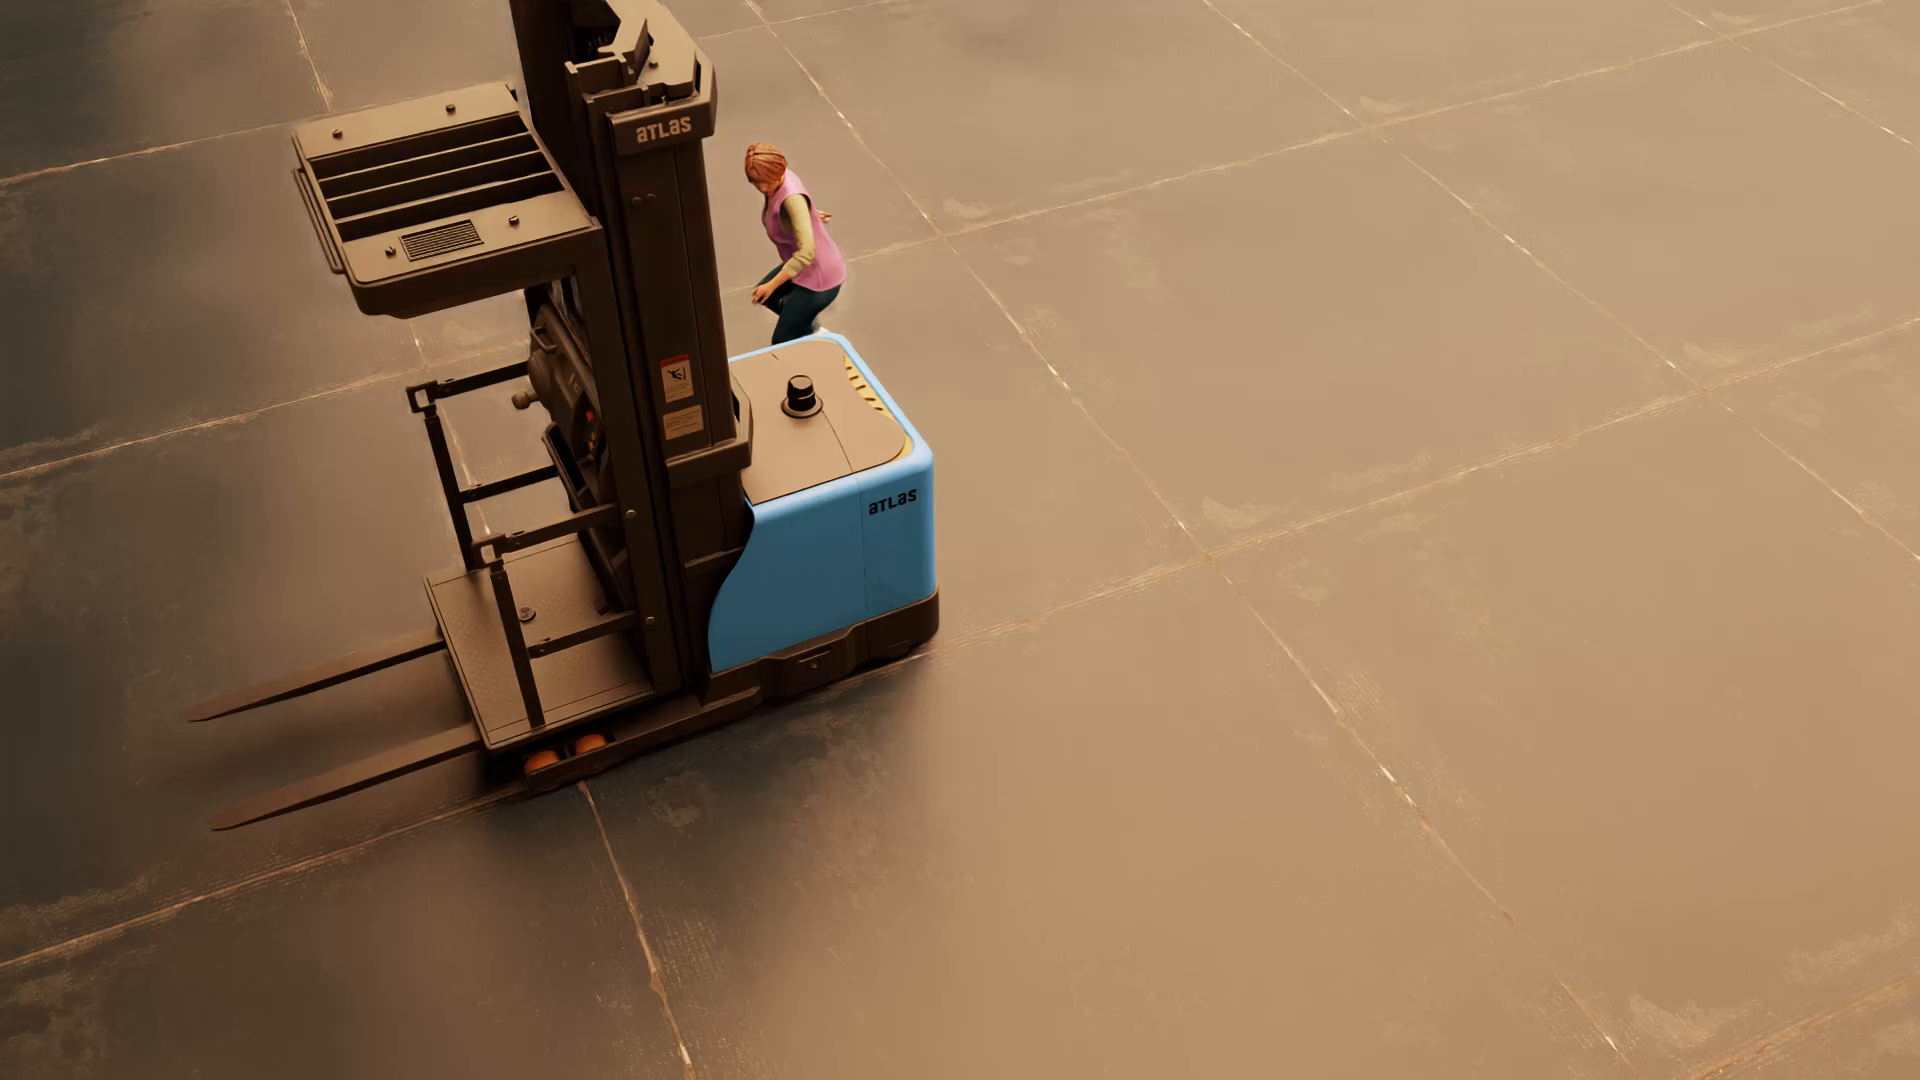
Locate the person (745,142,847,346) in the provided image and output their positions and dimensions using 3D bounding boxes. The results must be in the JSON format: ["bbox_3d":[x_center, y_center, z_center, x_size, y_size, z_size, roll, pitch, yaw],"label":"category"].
[{"bbox_3d":[-0.817,-1.328,8.252,0.492,1.489,0.875,-7,43,-7],"label":"person"}]

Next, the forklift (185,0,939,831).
[{"bbox_3d":[-1.644,-0.471,6.185,3.031,2.935,1.130,-19,46,-19],"label":"forklift"}]
